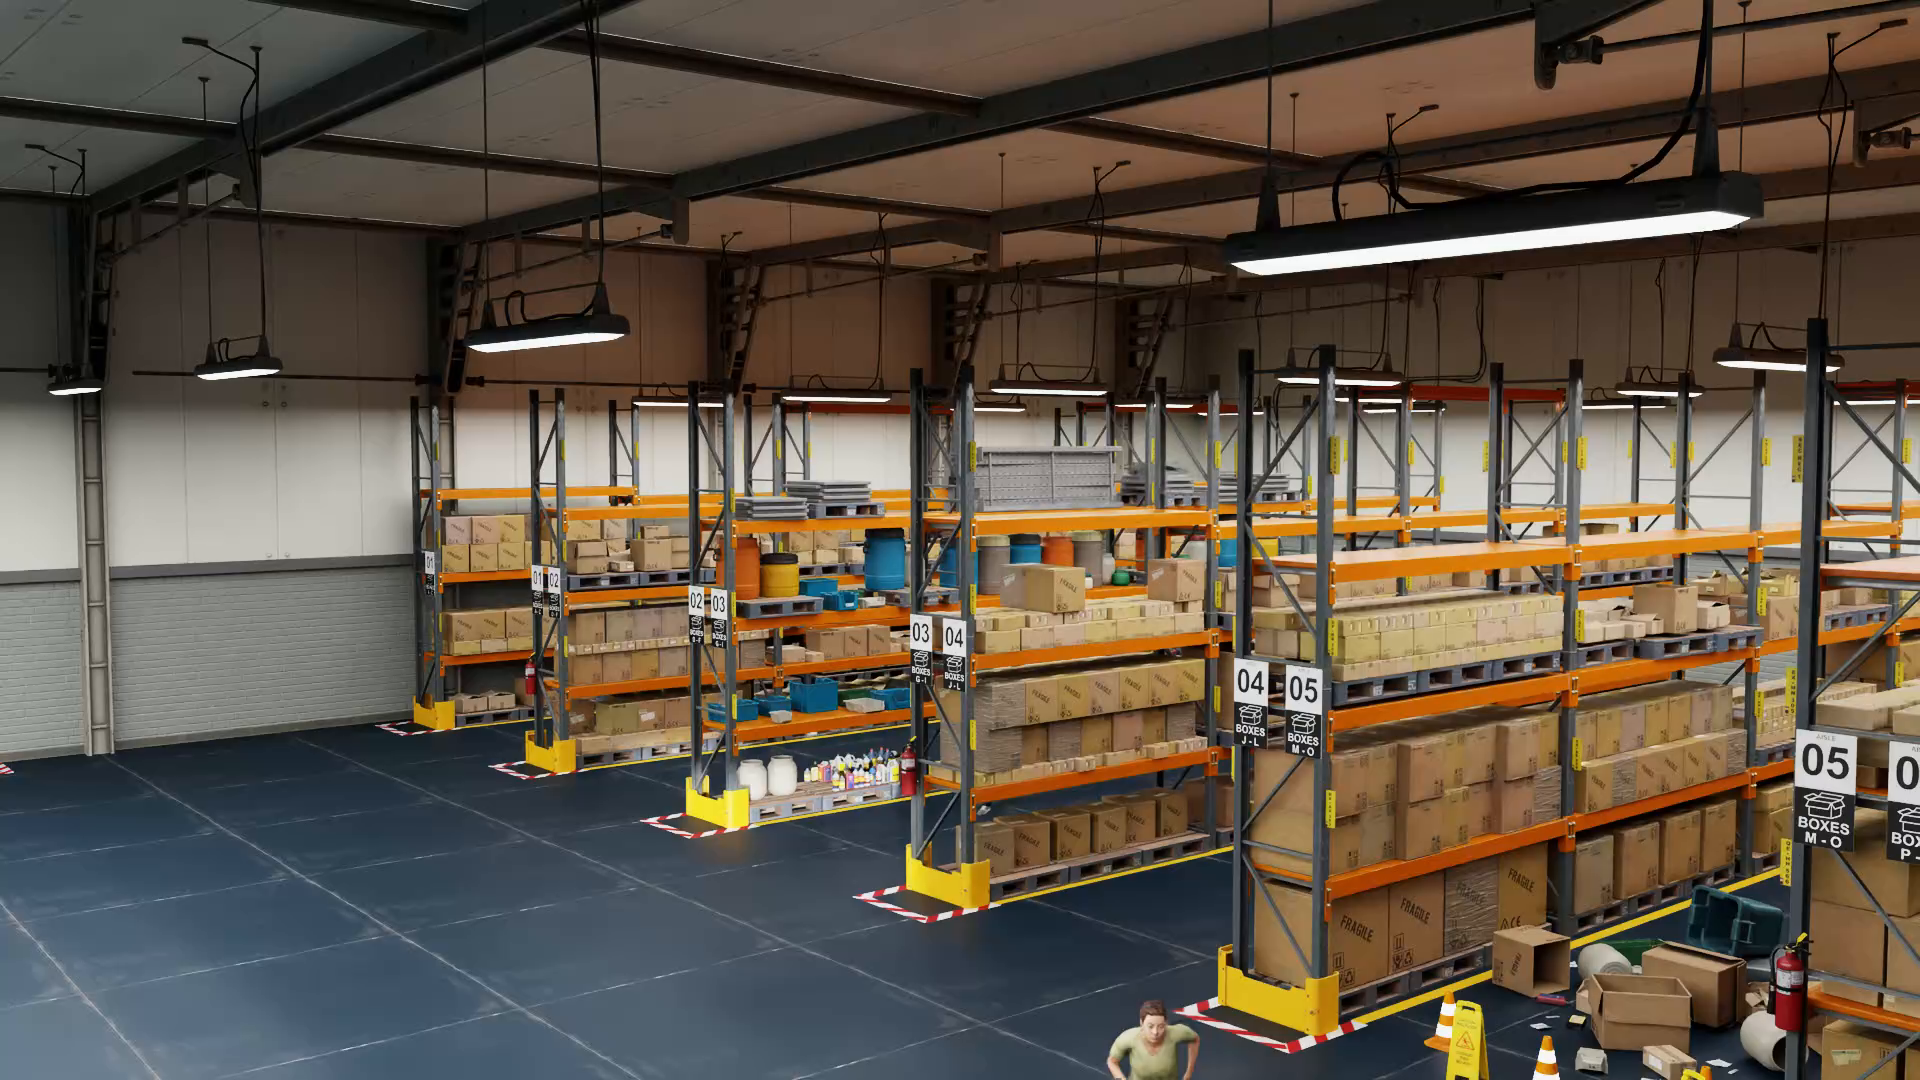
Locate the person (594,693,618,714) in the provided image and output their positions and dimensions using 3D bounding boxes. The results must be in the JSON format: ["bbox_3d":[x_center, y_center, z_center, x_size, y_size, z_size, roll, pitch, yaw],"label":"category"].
[{"bbox_3d":[-6.239,2.595,28.947,0.688,1.714,0.639,2,4,35],"label":"person"}]

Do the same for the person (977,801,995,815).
[{"bbox_3d":[0.437,3.037,23.169,0.493,1.543,0.539,2,4,33],"label":"person"}]

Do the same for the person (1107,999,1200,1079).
[{"bbox_3d":[1.267,3.744,11.015,0.614,1.605,1.004,0,3,0],"label":"person"}]
